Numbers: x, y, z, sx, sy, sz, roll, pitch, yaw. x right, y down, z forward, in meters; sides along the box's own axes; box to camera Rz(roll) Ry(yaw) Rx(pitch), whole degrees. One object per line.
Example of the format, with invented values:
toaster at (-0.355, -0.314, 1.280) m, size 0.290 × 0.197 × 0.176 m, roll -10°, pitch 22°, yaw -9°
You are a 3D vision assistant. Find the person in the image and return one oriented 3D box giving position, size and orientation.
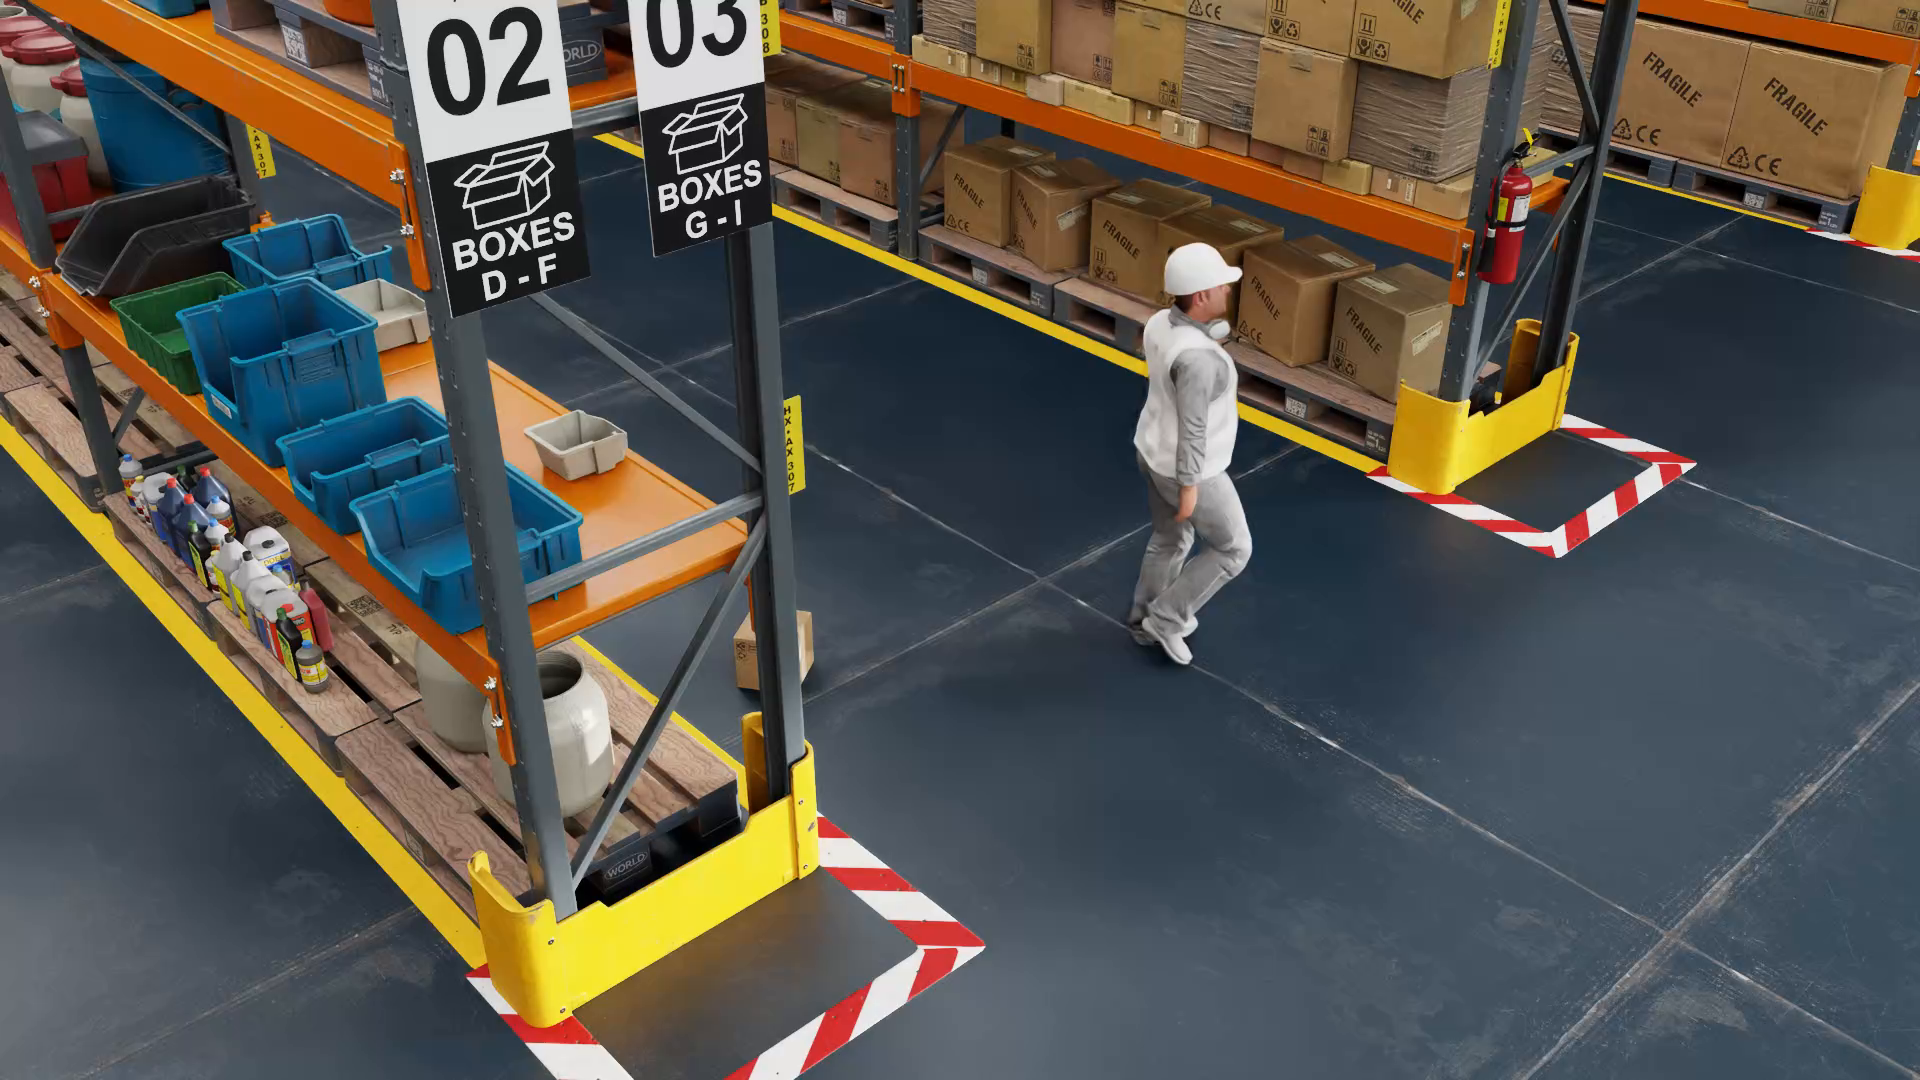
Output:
person at (0.927, -0.321, 6.603) m, size 0.438 × 1.790 × 0.546 m, roll -7°, pitch 32°, yaw -12°
